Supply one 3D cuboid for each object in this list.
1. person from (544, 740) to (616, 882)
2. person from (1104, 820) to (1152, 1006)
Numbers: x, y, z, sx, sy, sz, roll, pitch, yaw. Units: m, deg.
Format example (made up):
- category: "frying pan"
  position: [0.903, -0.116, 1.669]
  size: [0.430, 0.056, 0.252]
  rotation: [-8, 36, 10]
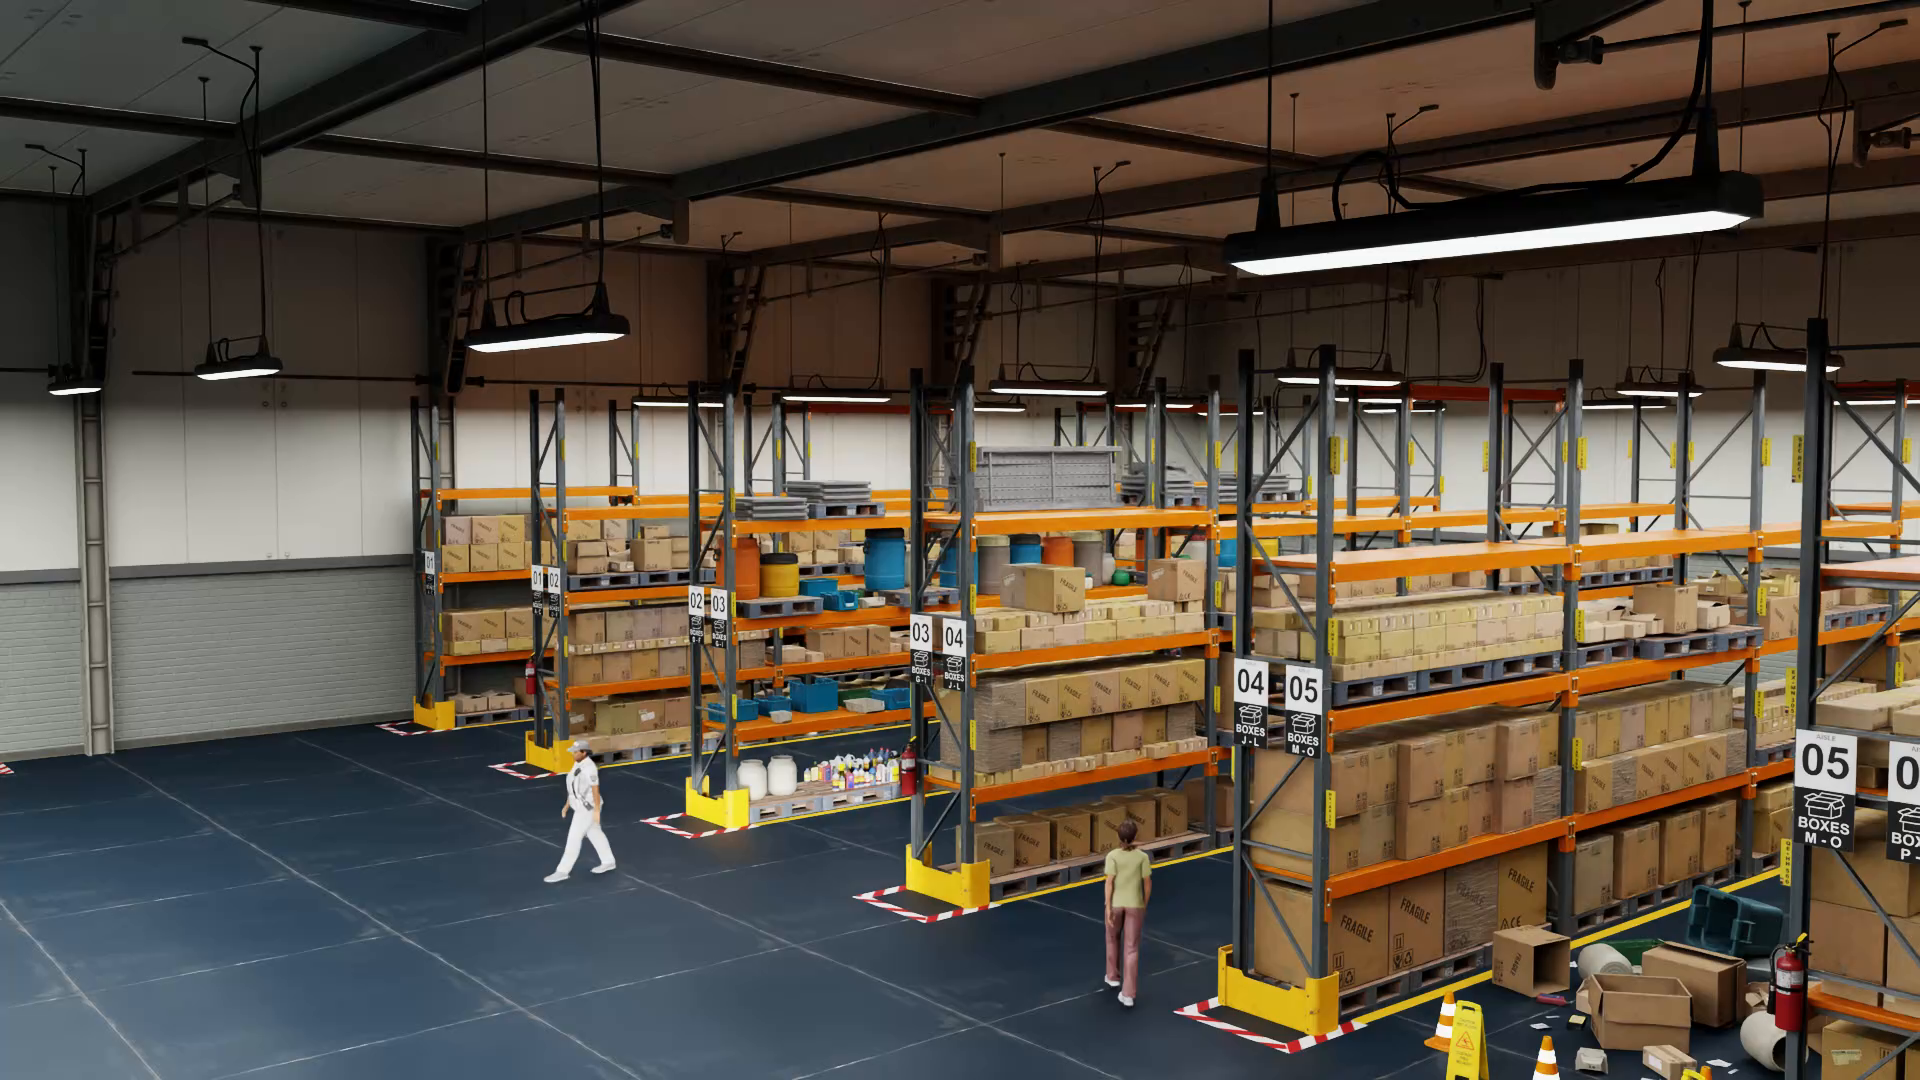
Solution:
- category: "person"
  position: [-4.513, 3.169, 19.672]
  size: [0.921, 1.618, 0.516]
  rotation: [-2, 4, -26]
- category: "person"
  position: [1.554, 3.419, 15.474]
  size: [0.461, 1.631, 0.862]
  rotation: [1, 3, 9]
